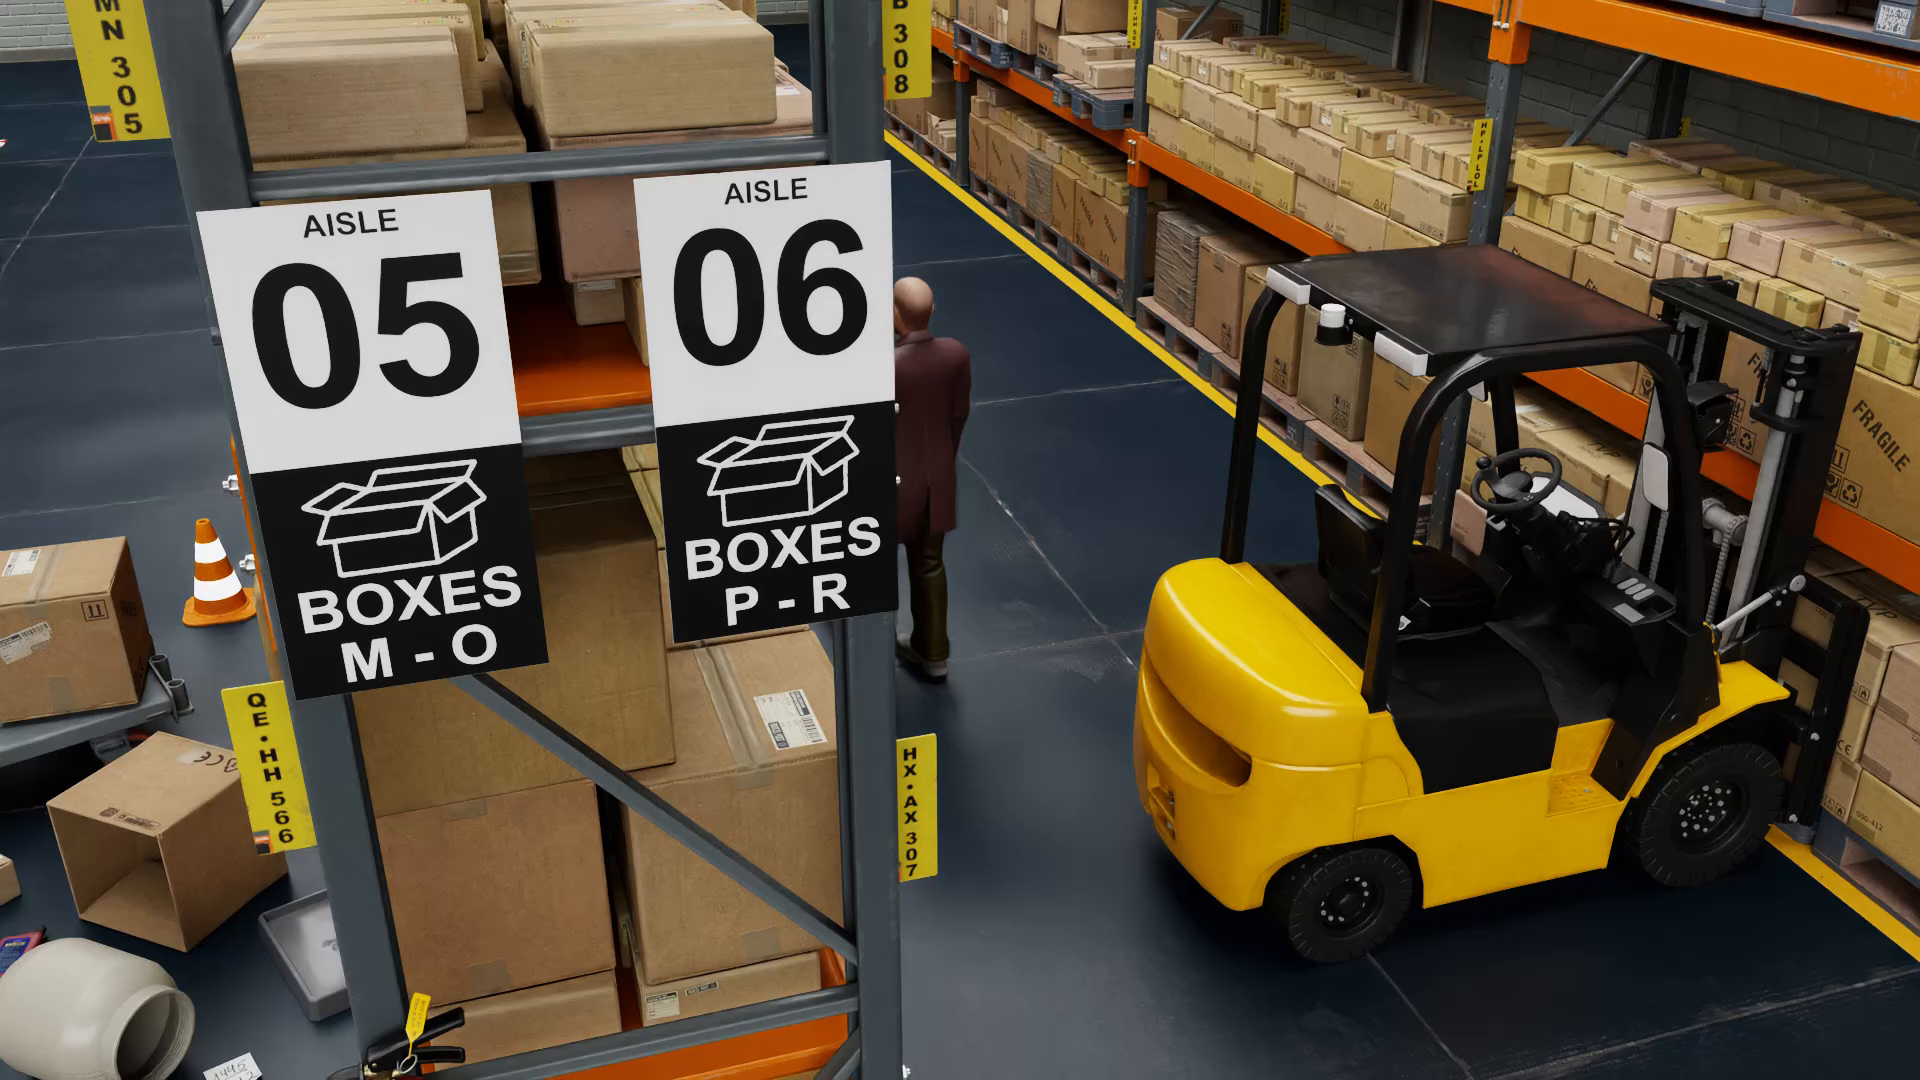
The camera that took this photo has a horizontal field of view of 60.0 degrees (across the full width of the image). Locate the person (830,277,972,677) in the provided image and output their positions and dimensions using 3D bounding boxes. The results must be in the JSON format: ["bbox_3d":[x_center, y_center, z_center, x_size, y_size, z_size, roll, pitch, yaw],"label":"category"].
[{"bbox_3d":[-0.259,-0.250,7.141,0.614,1.814,0.545,-16,30,-30],"label":"person"}]
